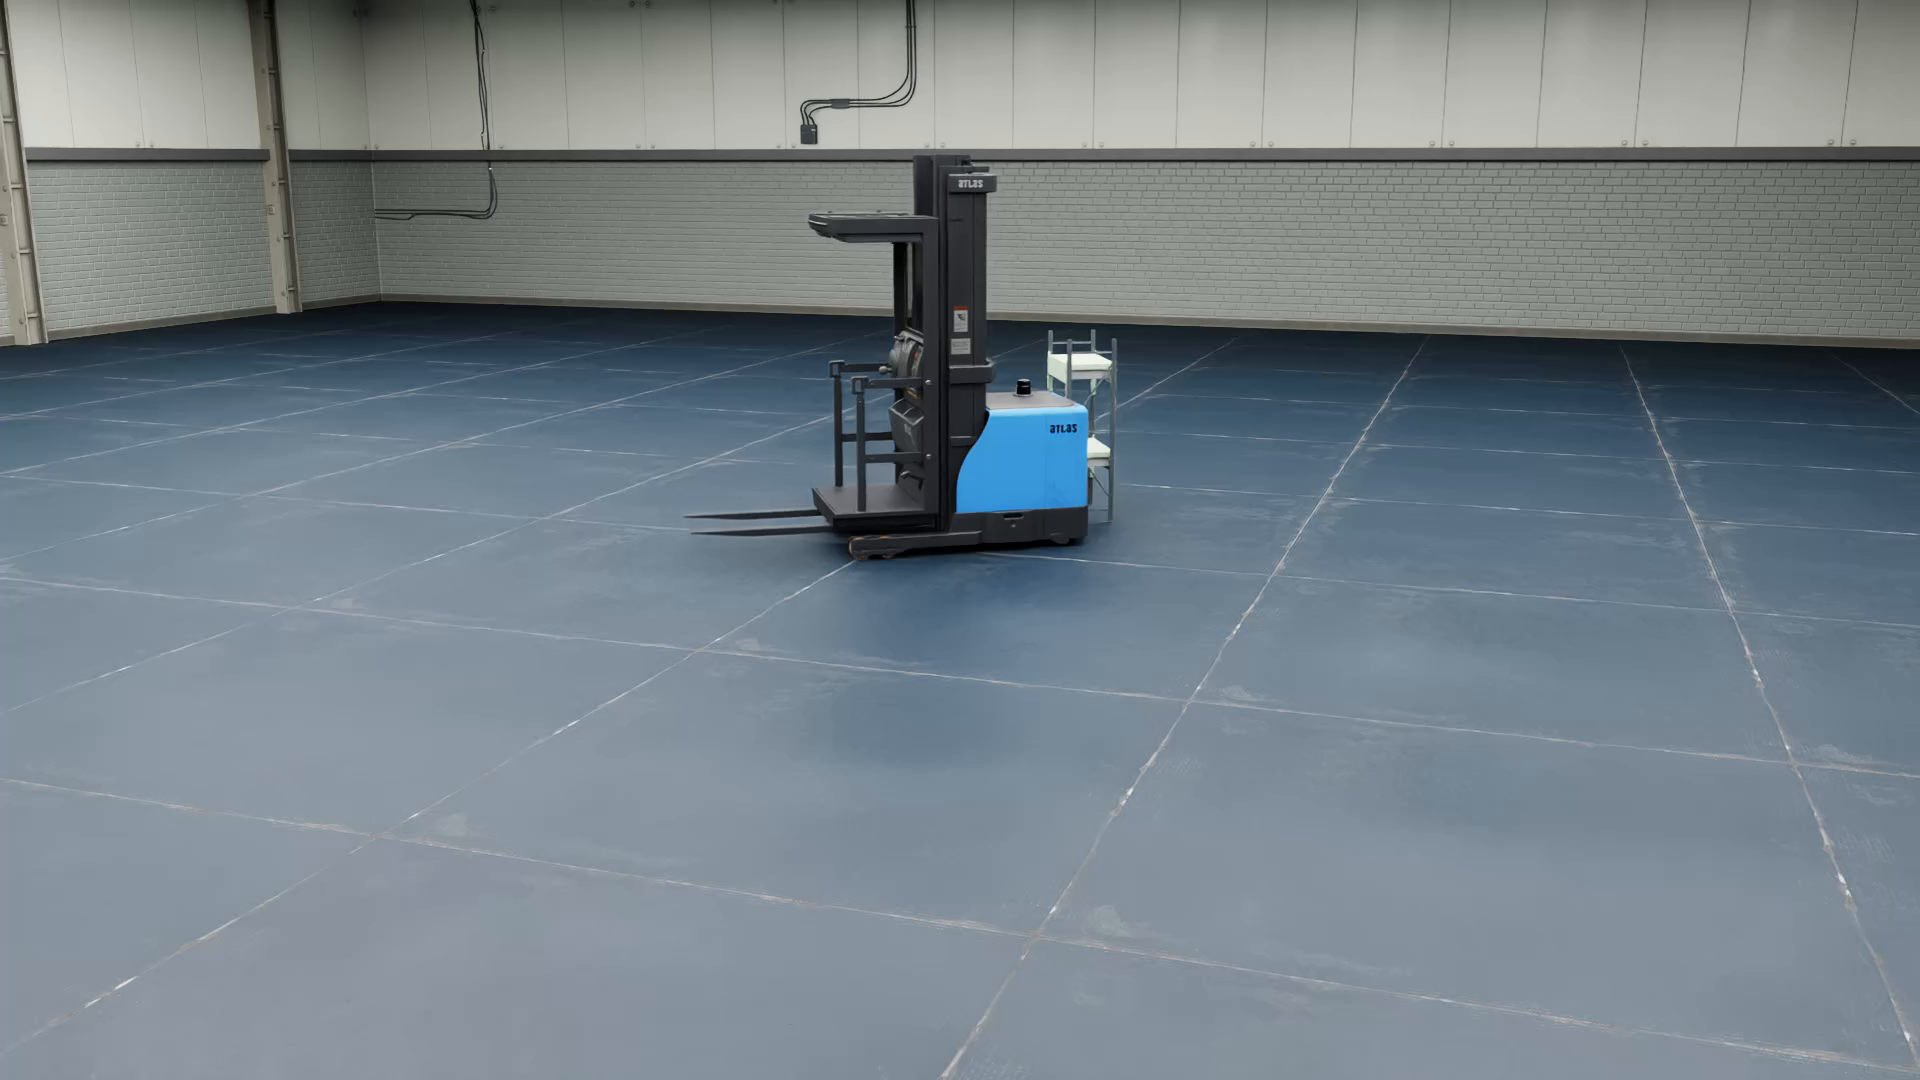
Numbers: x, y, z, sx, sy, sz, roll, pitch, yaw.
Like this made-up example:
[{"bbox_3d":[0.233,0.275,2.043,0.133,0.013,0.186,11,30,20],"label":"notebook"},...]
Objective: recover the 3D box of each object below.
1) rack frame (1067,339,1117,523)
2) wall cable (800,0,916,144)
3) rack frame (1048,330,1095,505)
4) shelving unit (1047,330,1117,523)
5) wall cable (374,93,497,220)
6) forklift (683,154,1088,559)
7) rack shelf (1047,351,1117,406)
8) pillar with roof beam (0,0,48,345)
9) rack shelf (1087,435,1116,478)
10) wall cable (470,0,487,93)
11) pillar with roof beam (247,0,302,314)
[{"bbox_3d":[1.054,-0.871,13.432,0.400,1.500,0.023,-2,13,-9],"label":"rack frame"},{"bbox_3d":[-1.904,-10.323,30.351,2.305,6.003,0.169,4,14,18],"label":"wall cable"},{"bbox_3d":[0.941,-1.032,14.137,0.400,1.500,0.023,-2,13,-9],"label":"rack frame"},{"bbox_3d":[0.997,-0.951,13.784,0.431,1.500,0.755,-2,13,-9],"label":"shelving unit"},{"bbox_3d":[-10.882,-7.838,34.085,3.097,2.526,0.112,4,14,18],"label":"wall cable"},{"bbox_3d":[-0.587,-1.414,12.595,3.031,2.935,1.130,-3,13,-14],"label":"forklift"},{"bbox_3d":[0.997,-1.332,13.698,0.431,0.370,0.720,-2,13,-9],"label":"rack shelf"},{"bbox_3d":[-10.954,-7.254,24.546,9.100,9.000,0.400,4,14,18],"label":"pillar with roof beam"},{"bbox_3d":[0.997,-0.633,13.857,0.431,0.370,0.720,-2,13,-9],"label":"rack shelf"},{"bbox_3d":[-8.322,-10.106,32.669,3.097,2.526,0.112,4,14,18],"label":"wall cable"},{"bbox_3d":[-9.013,-8.517,30.081,9.100,9.000,0.400,4,14,18],"label":"pillar with roof beam"}]
